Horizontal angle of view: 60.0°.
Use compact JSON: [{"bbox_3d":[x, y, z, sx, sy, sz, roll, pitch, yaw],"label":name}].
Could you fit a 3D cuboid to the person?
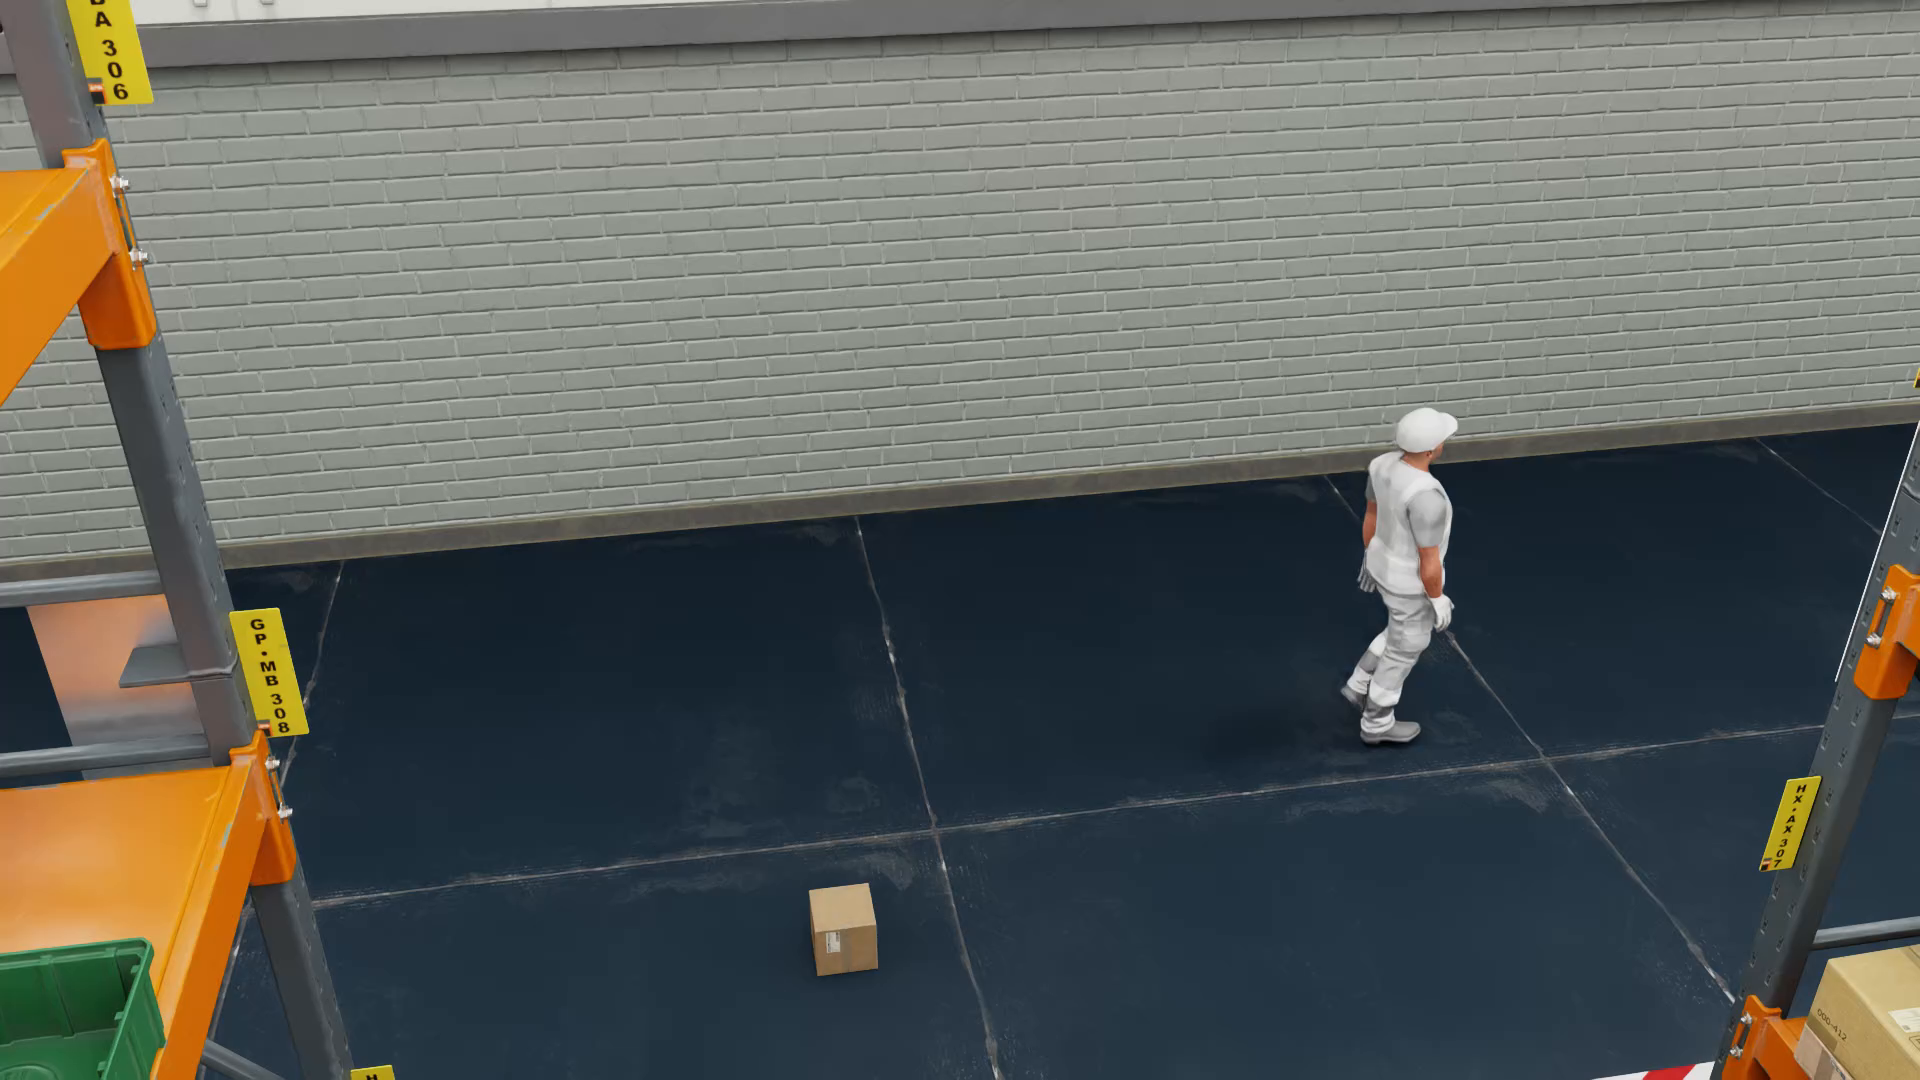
[{"bbox_3d":[2.109,0.183,7.761,0.448,1.795,0.533,-6,31,-10],"label":"person"}]
